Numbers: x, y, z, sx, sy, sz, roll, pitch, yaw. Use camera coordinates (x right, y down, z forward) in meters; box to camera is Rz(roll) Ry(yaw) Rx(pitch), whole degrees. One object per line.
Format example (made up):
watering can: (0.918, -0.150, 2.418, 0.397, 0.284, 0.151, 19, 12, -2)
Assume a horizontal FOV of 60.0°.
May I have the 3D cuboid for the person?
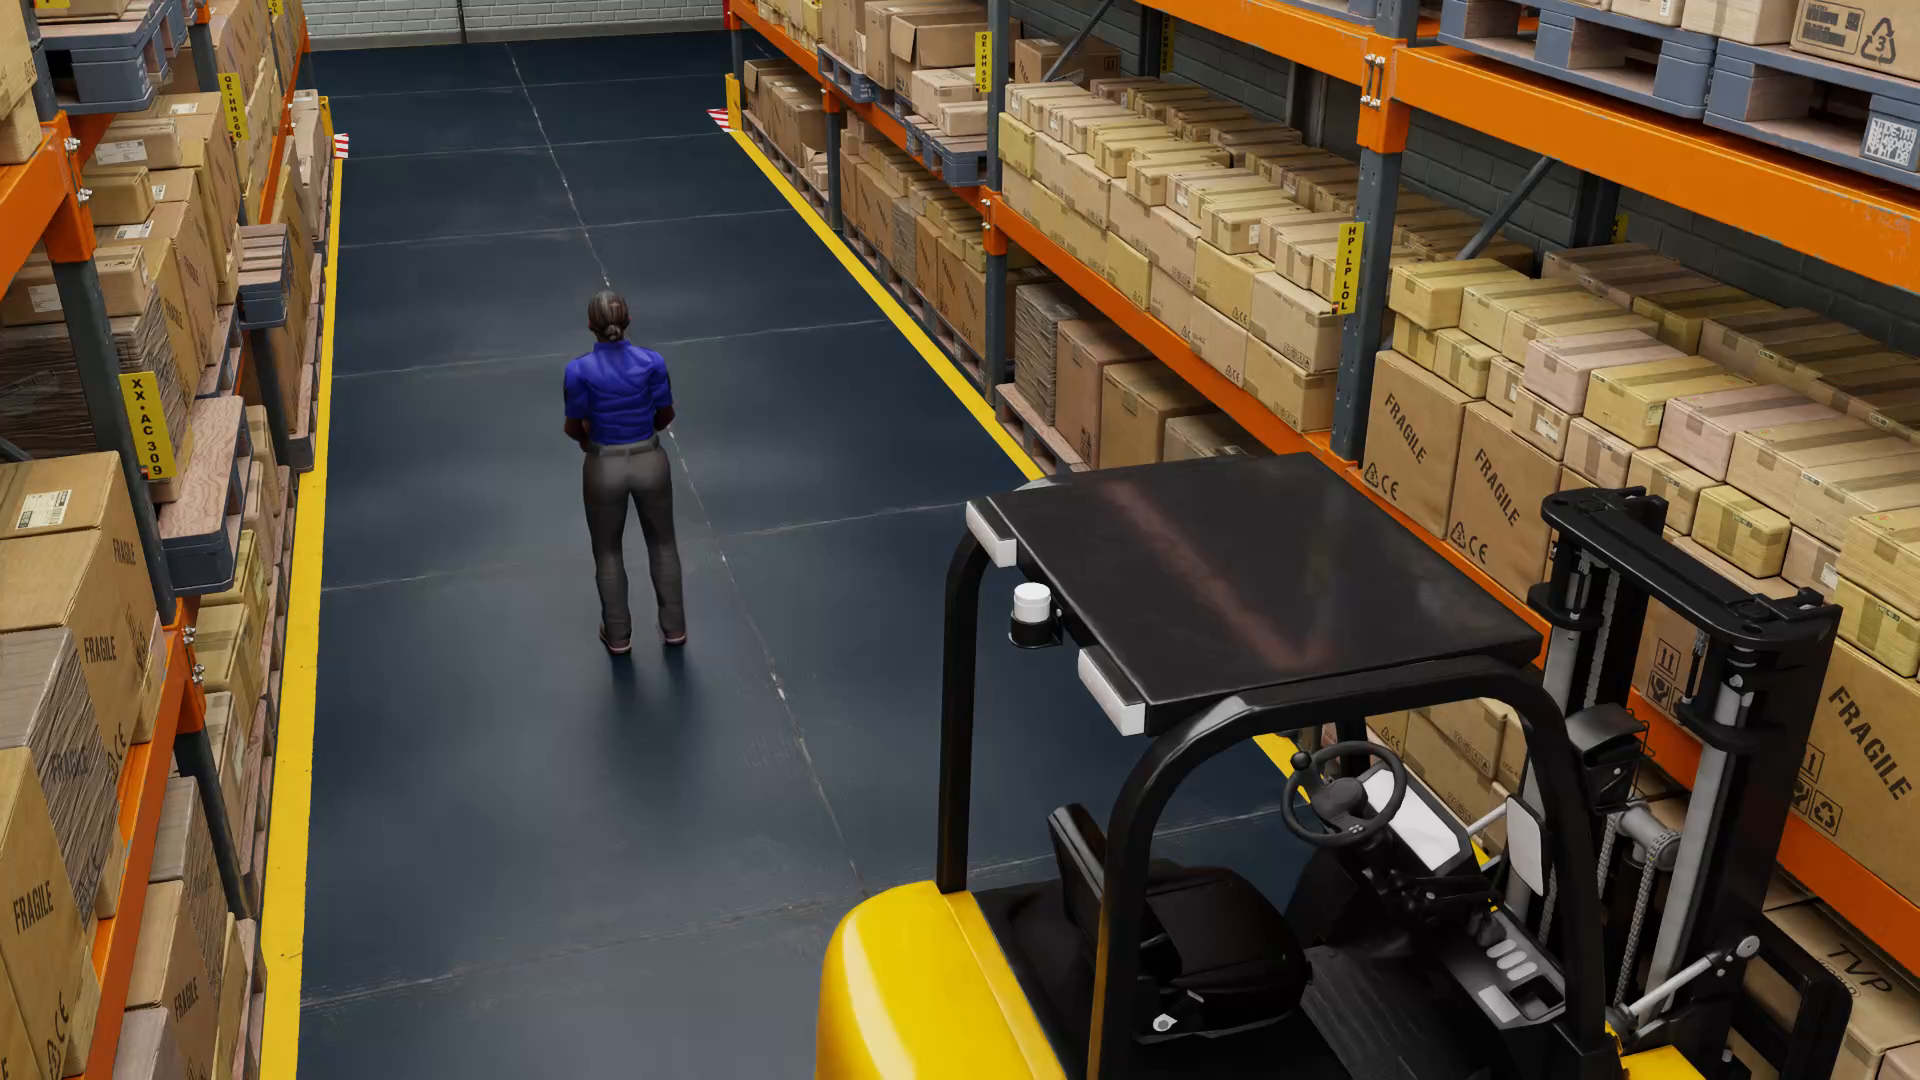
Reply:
person: (-1.471, -0.321, 7.258, 0.472, 1.660, 0.466, -8, 28, -16)
